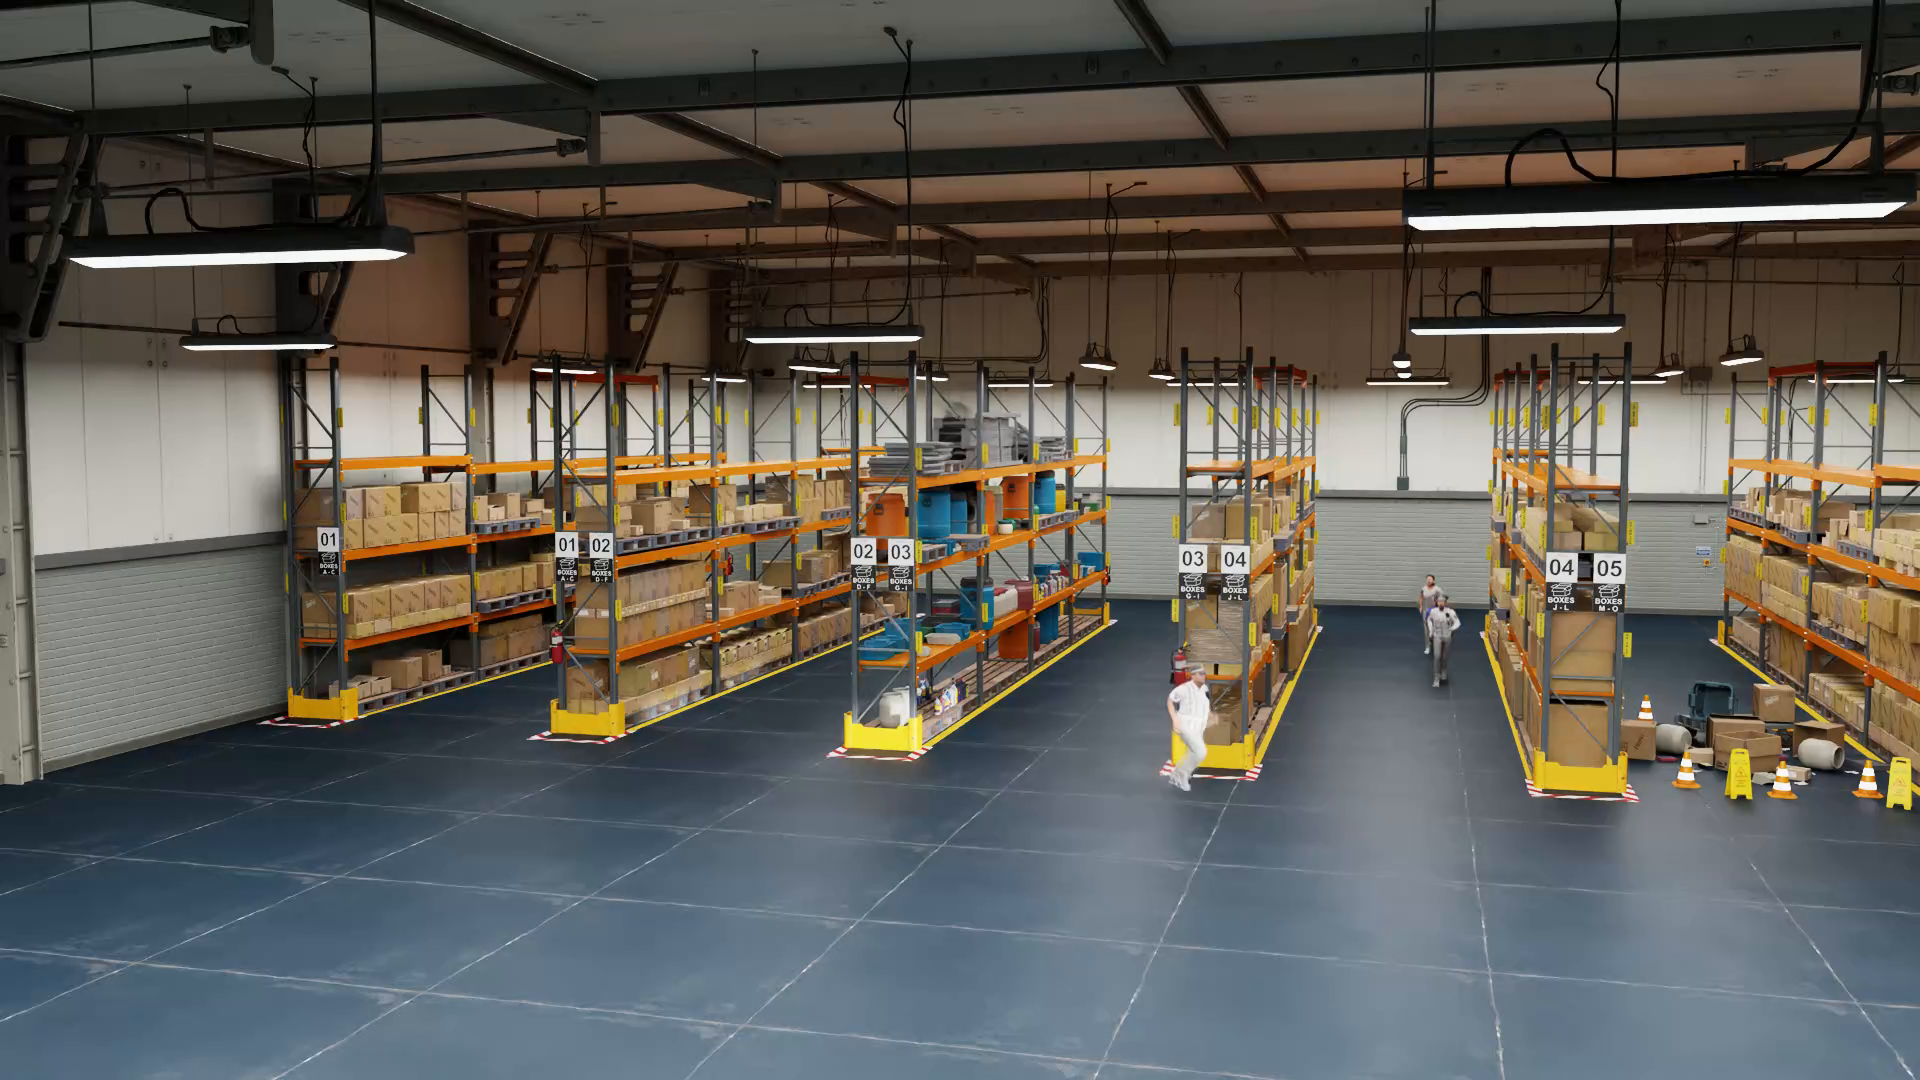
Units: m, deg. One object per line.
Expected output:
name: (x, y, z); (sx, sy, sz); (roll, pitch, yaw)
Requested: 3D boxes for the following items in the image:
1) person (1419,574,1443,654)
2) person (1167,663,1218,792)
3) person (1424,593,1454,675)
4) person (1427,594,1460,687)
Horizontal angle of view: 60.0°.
person: (10.114, 1.565, 35.647); (0.569, 1.685, 0.795); (2, 5, 25)
person: (3.125, 2.505, 22.295); (0.756, 1.732, 0.585); (4, 6, 43)
person: (9.230, 1.845, 31.994); (0.581, 1.649, 0.656); (2, 4, 20)
person: (9.083, 1.861, 31.250); (0.611, 1.727, 0.789); (1, 4, 18)
